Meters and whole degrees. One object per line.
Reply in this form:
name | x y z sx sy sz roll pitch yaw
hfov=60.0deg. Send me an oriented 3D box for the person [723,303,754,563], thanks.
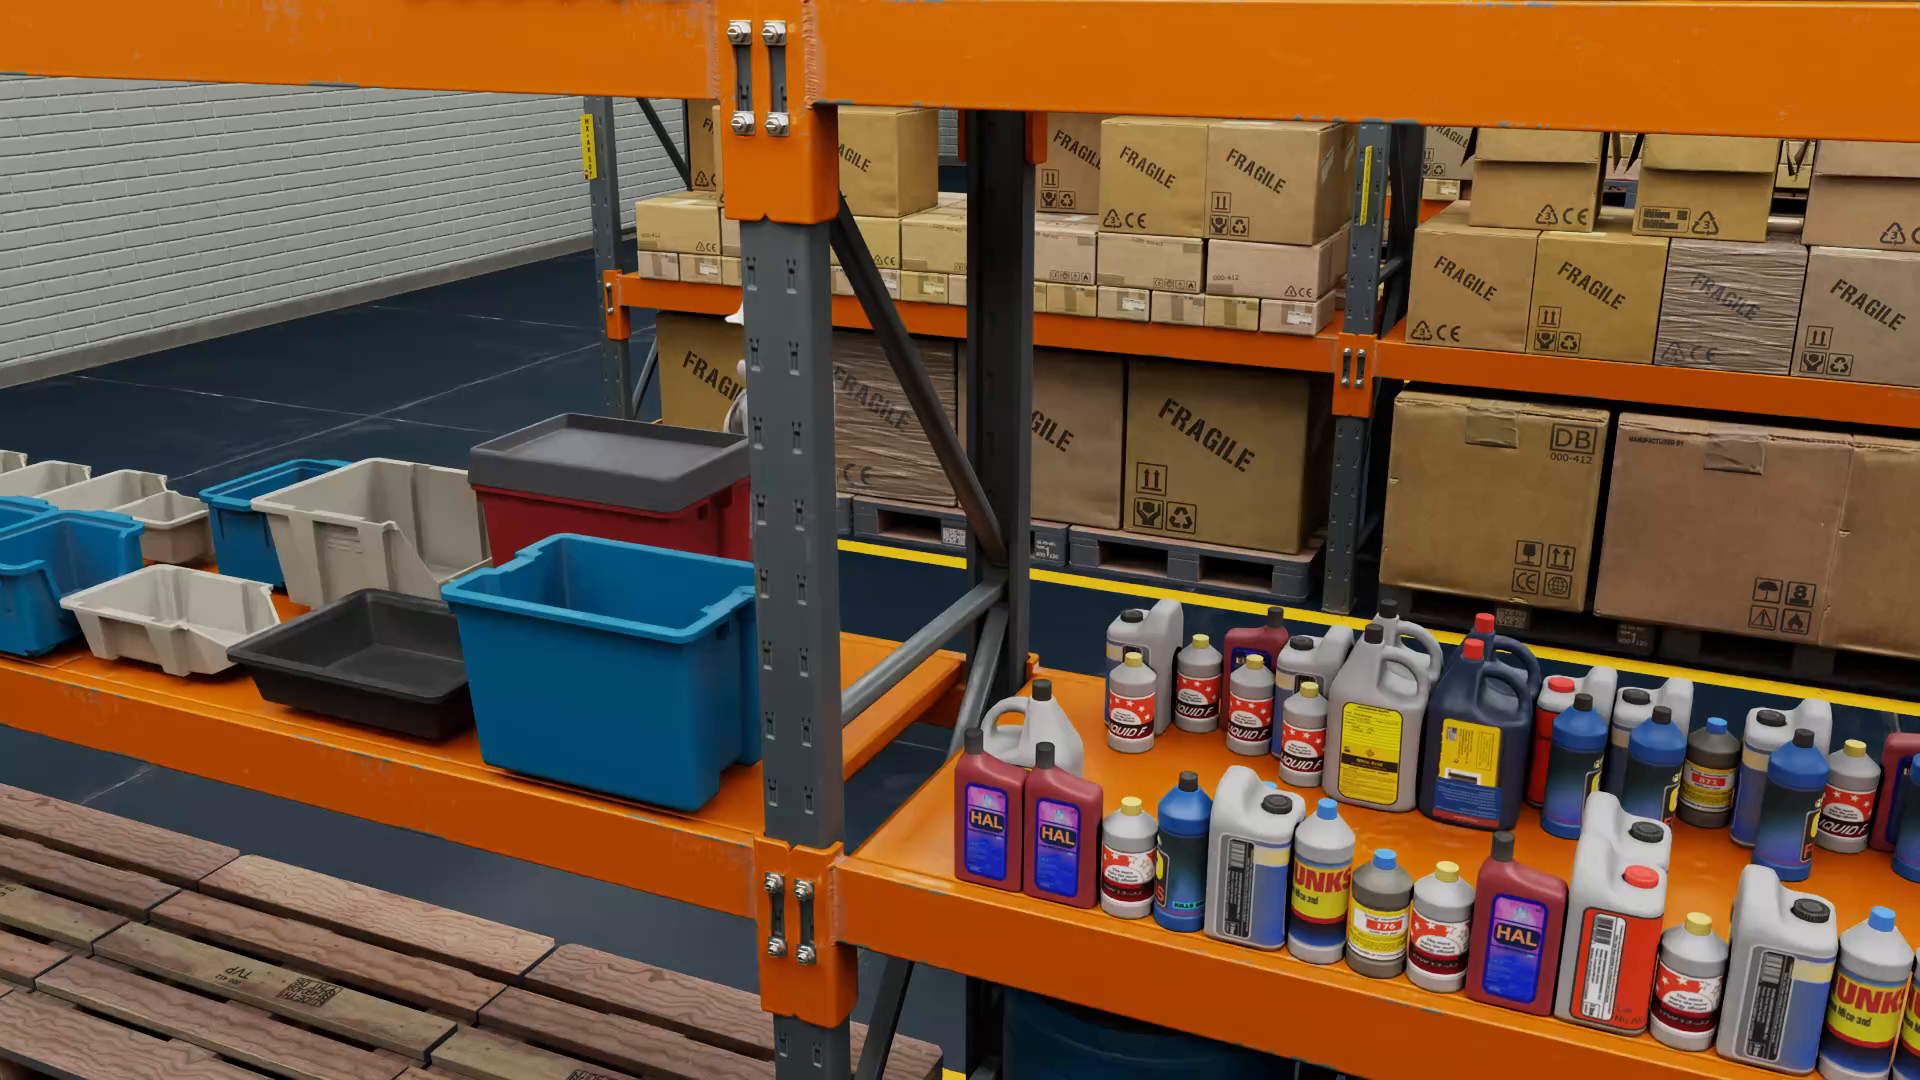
person | -0.716 -0.077 6.224 0.560 1.781 0.562 6 20 17
